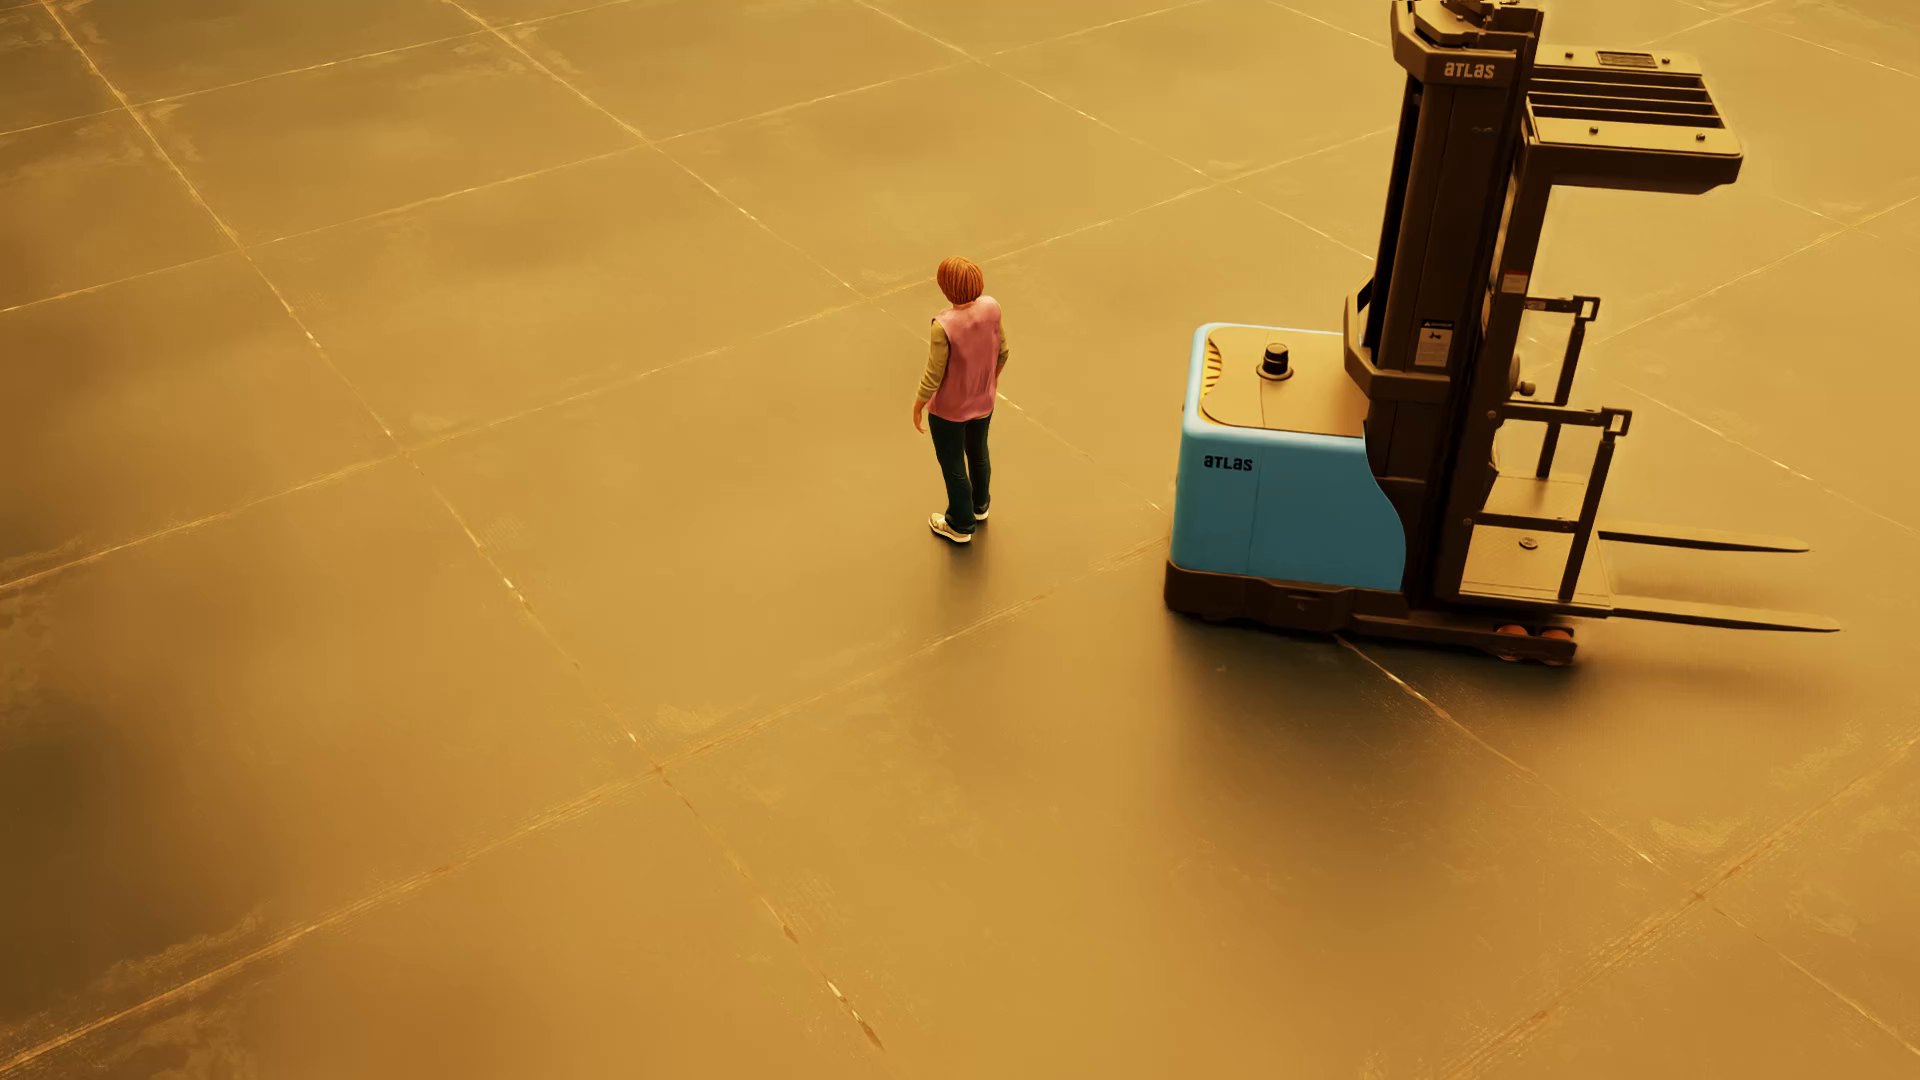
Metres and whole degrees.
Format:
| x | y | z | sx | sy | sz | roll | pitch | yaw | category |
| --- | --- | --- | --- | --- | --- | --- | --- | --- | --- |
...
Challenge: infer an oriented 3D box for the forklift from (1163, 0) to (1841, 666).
| x | y | z | sx | sy | sz | roll | pitch | yaw | category |
| --- | --- | --- | --- | --- | --- | --- | --- | --- | --- |
| 2.535 | -0.945 | 7.223 | 3.031 | 2.935 | 1.130 | 6 | 37 | 8 | forklift |

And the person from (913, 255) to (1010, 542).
| x | y | z | sx | sy | sz | roll | pitch | yaw | category |
| --- | --- | --- | --- | --- | --- | --- | --- | --- | --- |
| -0.031 | -0.689 | 7.986 | 0.519 | 1.598 | 0.475 | -23 | 42 | -28 | person |
